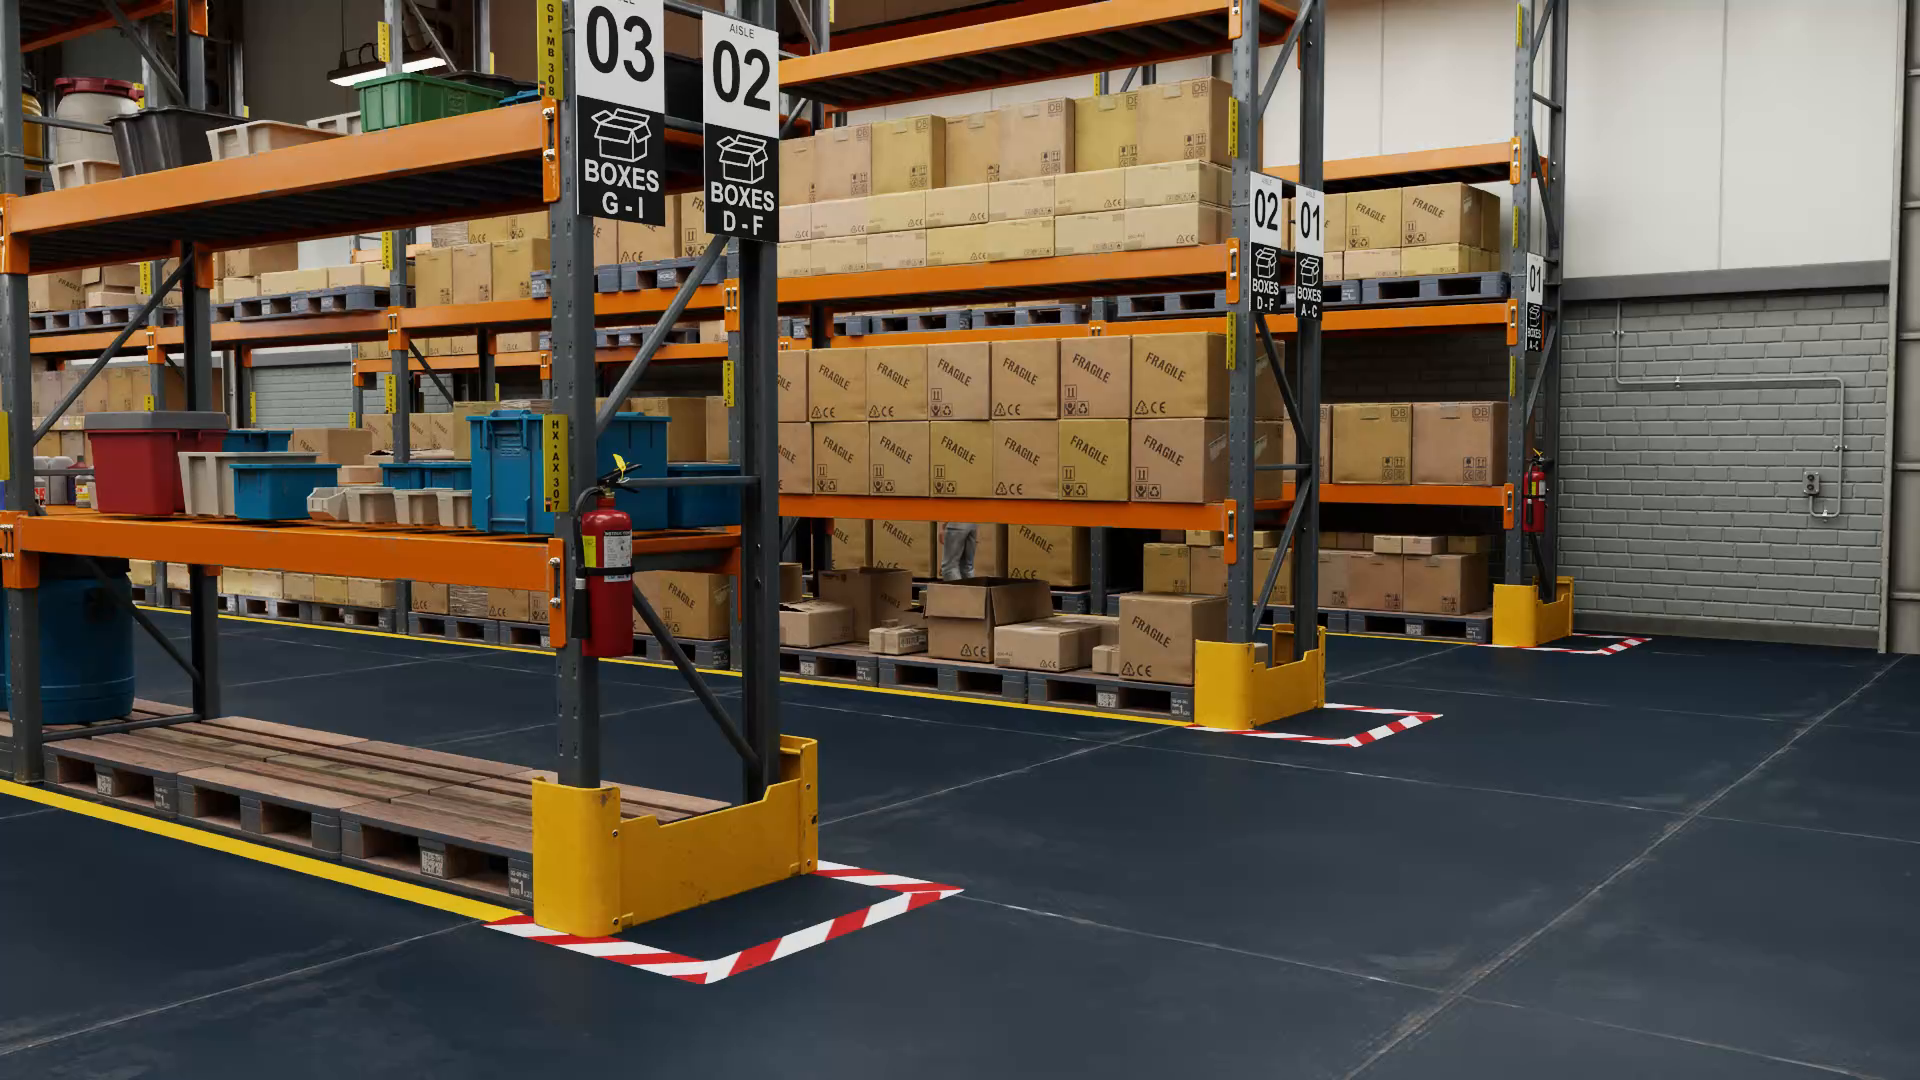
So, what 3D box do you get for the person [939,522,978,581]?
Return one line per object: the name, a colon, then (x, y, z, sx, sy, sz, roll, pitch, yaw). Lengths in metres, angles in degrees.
person: (-0.017, -0.090, 15.691, 0.354, 1.673, 0.508, 2, 4, 34)
